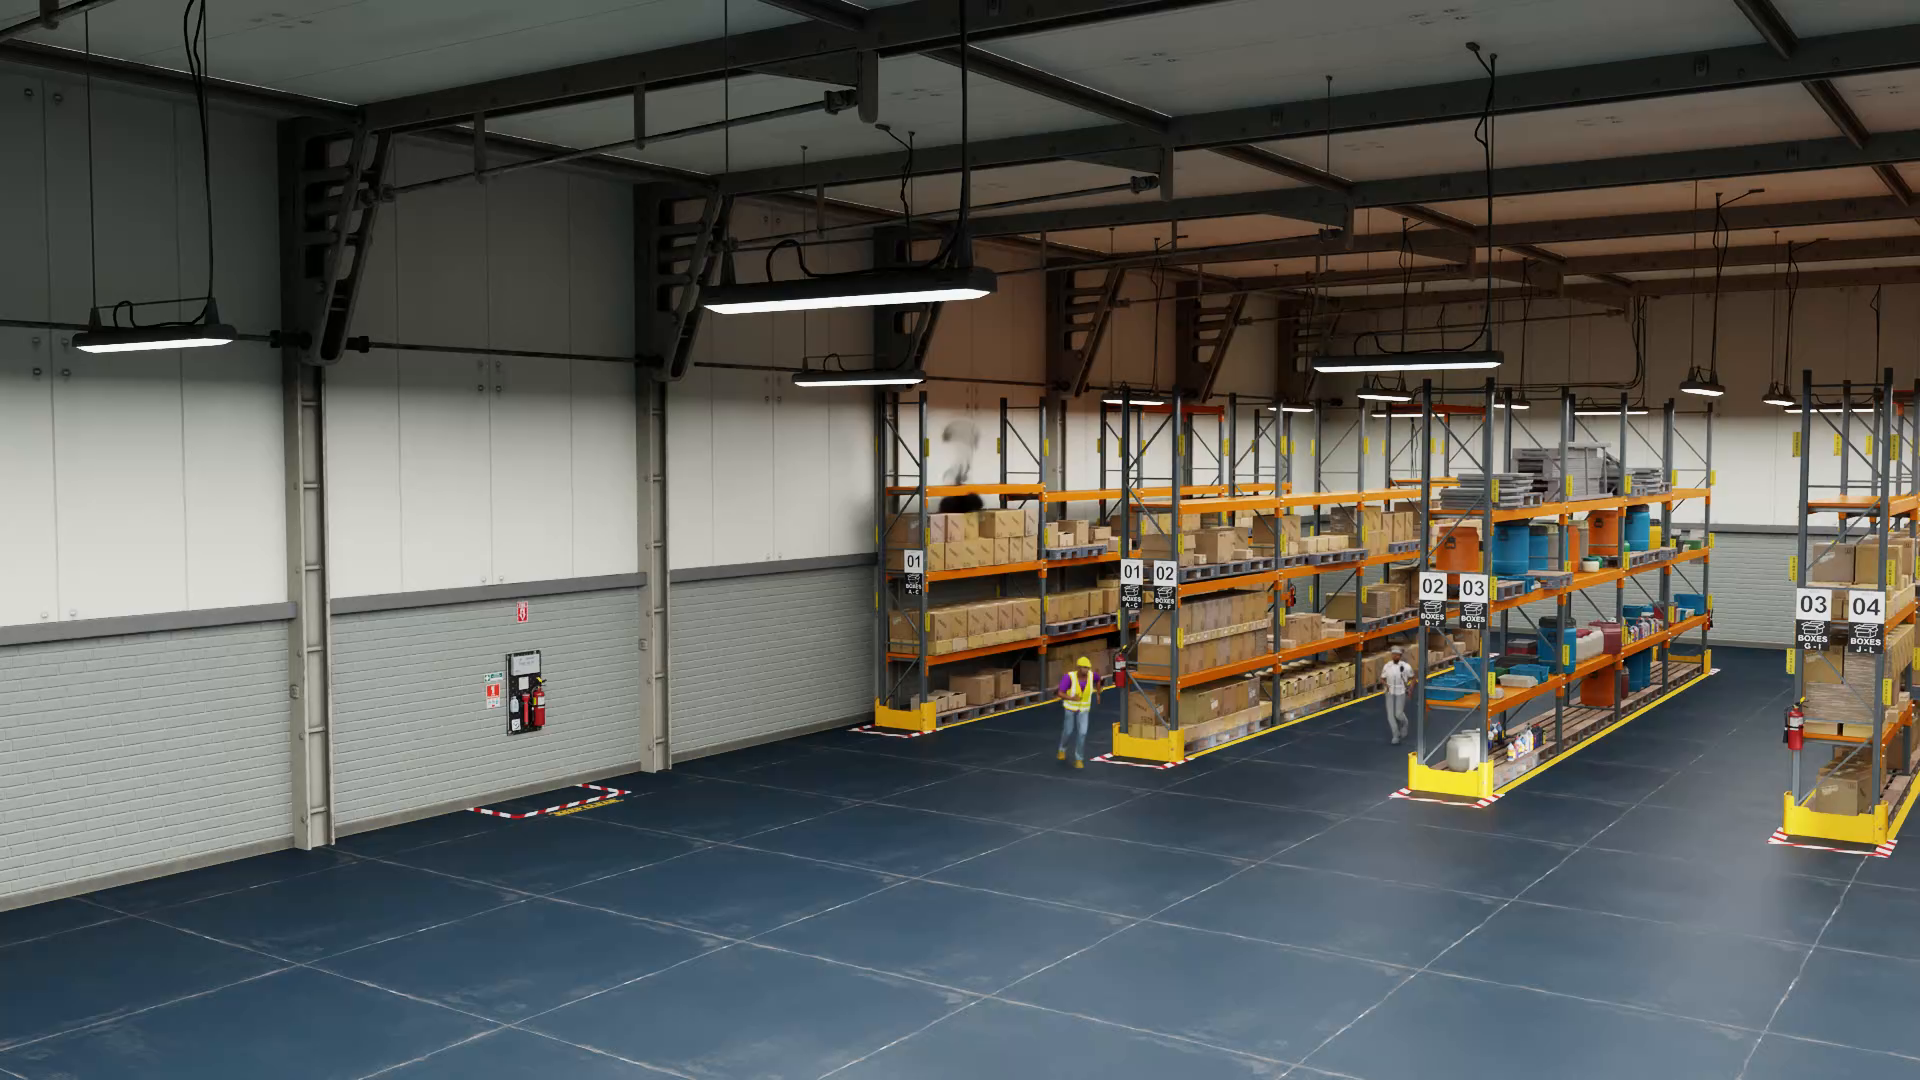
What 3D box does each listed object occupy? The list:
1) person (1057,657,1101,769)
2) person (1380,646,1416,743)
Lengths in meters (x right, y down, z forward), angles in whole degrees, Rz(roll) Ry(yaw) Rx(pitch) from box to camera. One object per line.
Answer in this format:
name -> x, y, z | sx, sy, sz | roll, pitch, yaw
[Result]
person -> 1.870, 2.715, 26.243 | 0.768, 1.795, 0.870 | -1, 3, -13
person -> 7.380, 2.617, 28.127 | 0.570, 1.661, 0.529 | 2, 4, 28
